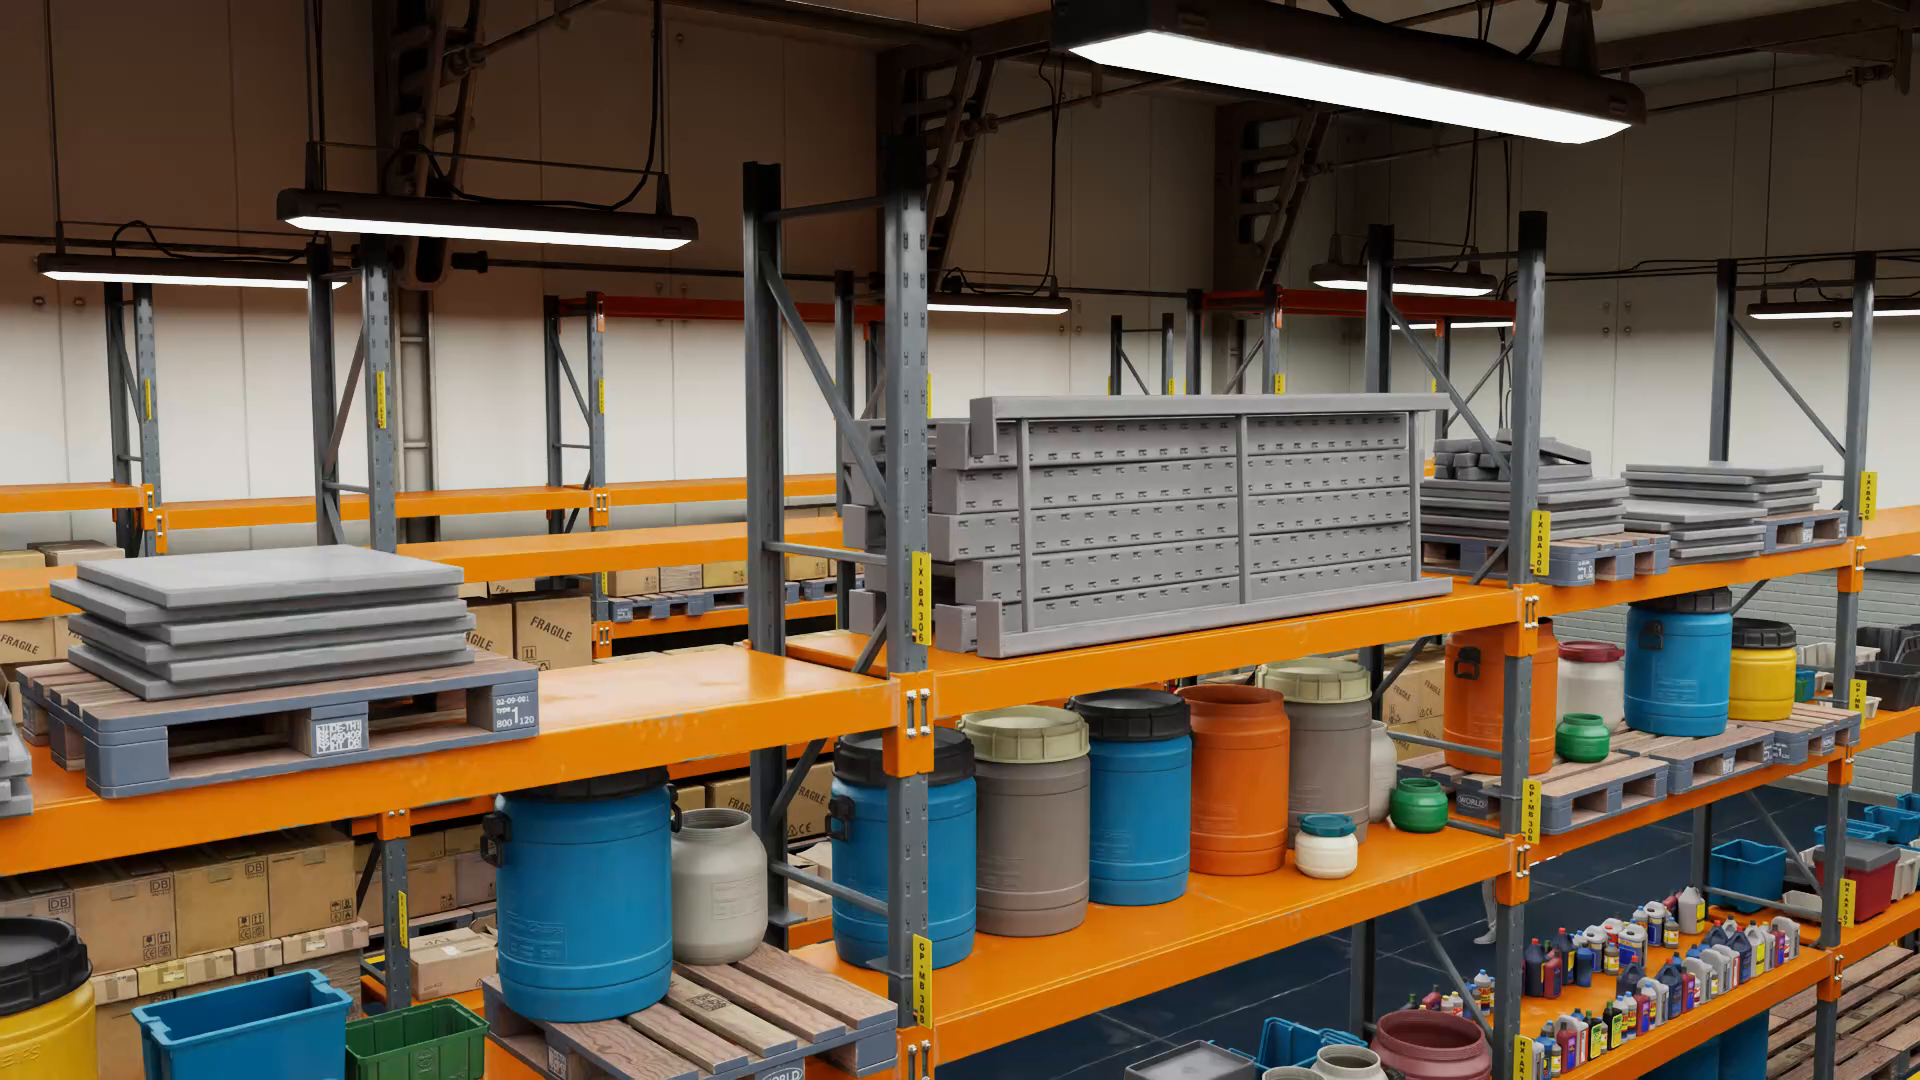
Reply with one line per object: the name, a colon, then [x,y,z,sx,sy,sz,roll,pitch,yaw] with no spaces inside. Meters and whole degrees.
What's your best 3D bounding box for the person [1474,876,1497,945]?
person: [4.917,2.878,15.199,0.476,1.707,0.555,-2,6,-17]
